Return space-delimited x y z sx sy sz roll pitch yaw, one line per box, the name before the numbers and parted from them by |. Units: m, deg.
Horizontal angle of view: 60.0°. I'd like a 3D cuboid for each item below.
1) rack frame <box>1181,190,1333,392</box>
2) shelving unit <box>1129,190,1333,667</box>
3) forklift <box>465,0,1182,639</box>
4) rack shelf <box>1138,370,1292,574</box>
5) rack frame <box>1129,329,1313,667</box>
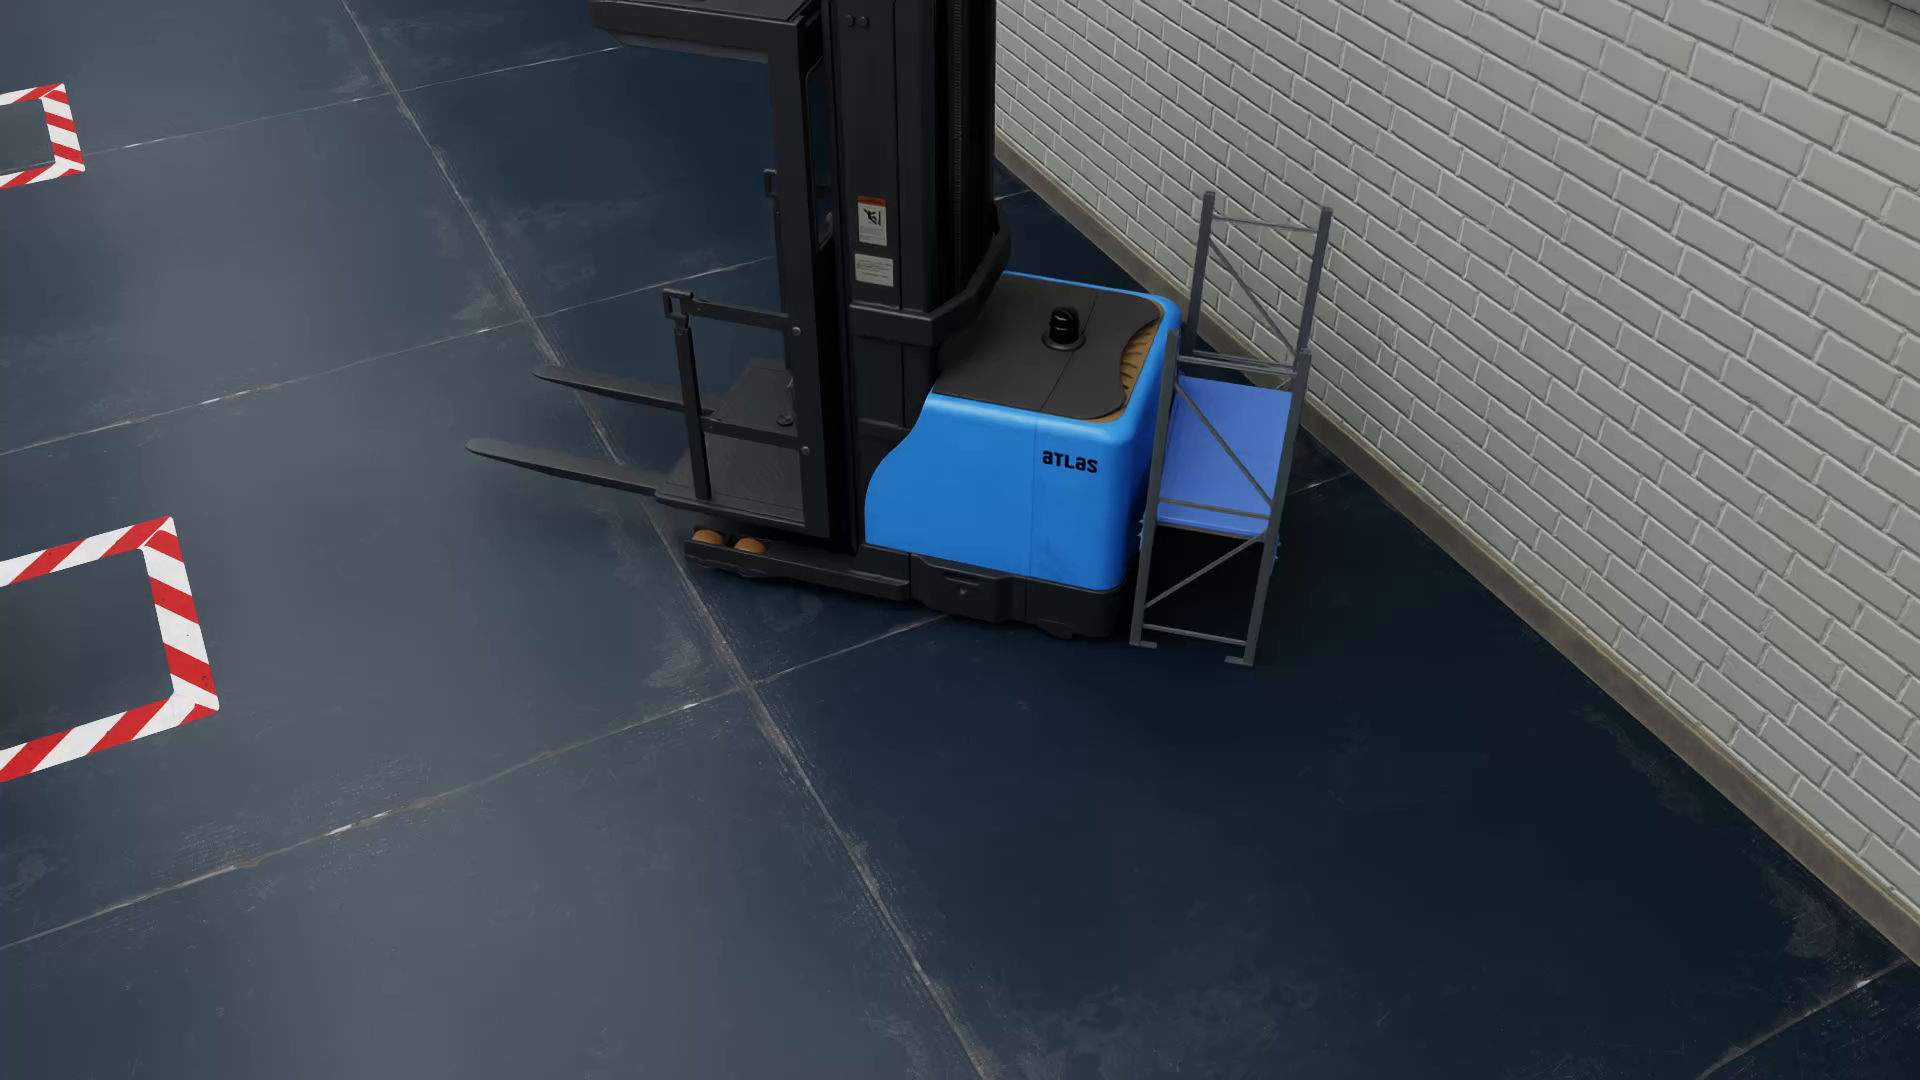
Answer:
rack frame | 1.185 -0.753 6.969 0.500 1.500 0.032 10 41 9
shelving unit | 1.066 -0.434 6.592 0.538 1.500 1.048 10 41 9
forklift | -0.661 -1.273 6.485 3.031 2.935 1.130 12 42 13
rack shelf | 1.062 -0.297 6.709 0.538 0.185 1.000 10 41 9
rack frame | 0.947 -0.114 6.215 0.500 1.500 0.032 10 41 9
